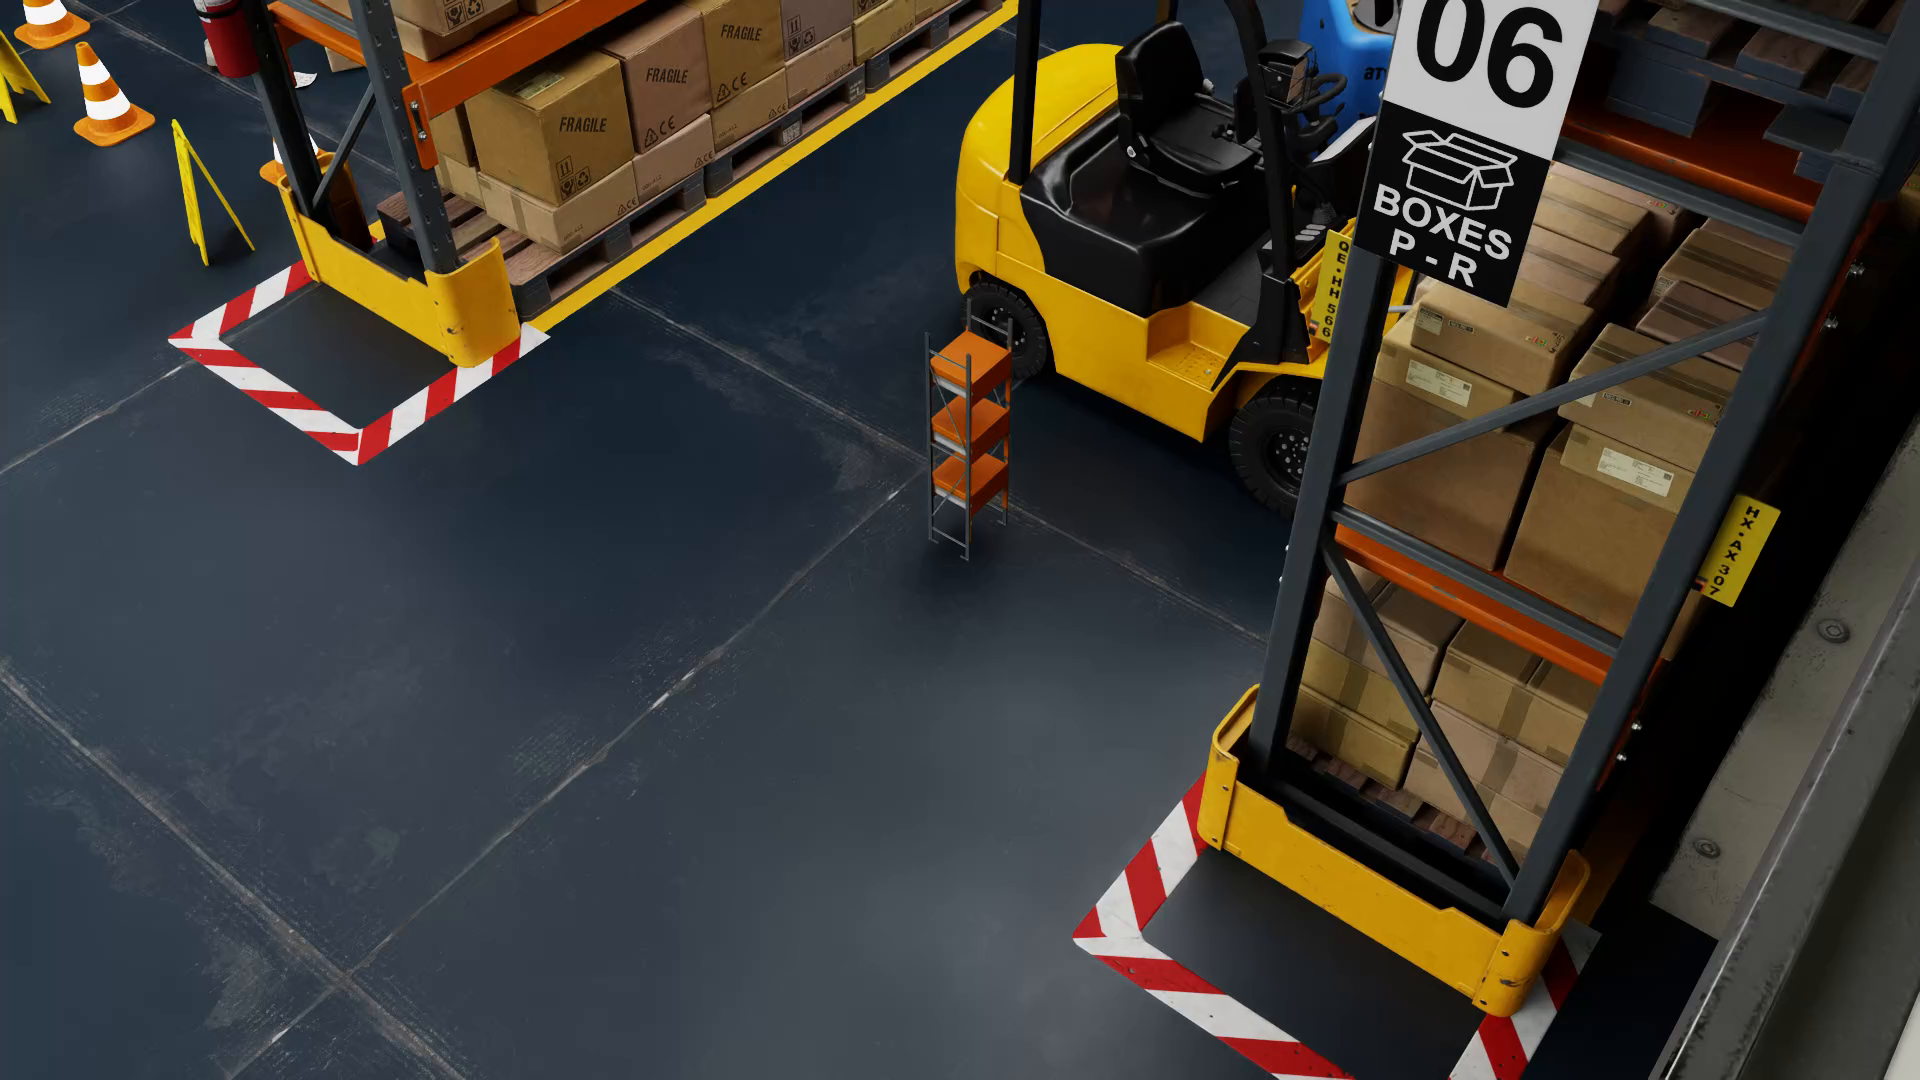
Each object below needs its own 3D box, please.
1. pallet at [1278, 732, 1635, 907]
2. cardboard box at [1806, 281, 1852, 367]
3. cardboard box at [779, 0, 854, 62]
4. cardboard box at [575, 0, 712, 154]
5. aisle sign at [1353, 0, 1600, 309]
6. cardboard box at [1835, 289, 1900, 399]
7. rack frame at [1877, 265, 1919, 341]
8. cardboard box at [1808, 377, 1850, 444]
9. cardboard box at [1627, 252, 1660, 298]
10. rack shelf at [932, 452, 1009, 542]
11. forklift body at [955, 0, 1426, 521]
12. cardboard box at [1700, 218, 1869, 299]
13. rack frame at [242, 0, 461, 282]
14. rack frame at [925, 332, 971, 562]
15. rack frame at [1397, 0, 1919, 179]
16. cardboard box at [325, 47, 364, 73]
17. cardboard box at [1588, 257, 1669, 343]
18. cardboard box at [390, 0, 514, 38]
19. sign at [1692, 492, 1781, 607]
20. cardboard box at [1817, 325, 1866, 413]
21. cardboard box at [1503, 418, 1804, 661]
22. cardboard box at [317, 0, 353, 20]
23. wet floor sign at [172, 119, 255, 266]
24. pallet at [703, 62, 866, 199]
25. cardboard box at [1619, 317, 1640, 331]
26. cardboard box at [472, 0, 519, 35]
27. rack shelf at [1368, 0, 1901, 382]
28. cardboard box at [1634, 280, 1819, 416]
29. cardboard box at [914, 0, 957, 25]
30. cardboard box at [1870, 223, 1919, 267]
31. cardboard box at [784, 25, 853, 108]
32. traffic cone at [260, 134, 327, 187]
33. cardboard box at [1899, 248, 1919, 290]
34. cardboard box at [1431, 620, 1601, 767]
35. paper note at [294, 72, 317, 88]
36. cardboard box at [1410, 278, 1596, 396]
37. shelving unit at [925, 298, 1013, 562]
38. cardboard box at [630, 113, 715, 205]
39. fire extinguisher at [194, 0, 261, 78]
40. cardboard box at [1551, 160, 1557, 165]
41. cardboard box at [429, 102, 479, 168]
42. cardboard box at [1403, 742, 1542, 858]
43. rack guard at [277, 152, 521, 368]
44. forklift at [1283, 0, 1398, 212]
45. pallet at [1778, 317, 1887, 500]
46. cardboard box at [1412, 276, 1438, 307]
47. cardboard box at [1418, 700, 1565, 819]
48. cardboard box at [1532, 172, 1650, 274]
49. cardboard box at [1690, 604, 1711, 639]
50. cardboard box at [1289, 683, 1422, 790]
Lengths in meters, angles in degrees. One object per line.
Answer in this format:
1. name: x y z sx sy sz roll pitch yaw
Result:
1. pallet: 1.798 0.610 5.884 1.003 0.211 1.213 29 53 25
2. cardboard box: 2.249 -0.673 4.664 0.380 0.149 0.250 27 52 24
3. cardboard box: -0.891 -2.791 8.297 0.500 0.500 0.500 32 54 27
4. cardboard box: -1.524 -2.198 7.731 0.500 0.500 0.500 27 52 24
5. aisle sign: 1.091 -0.887 3.588 0.394 0.787 0.004 29 53 25
6. cardboard box: 3.375 -0.882 6.647 0.500 0.250 0.500 30 53 26
7. rack frame: 3.809 -2.186 6.627 1.000 3.000 0.127 29 53 25
8. cardboard box: 3.369 -0.721 6.838 0.500 0.250 0.500 29 53 25
9. cardboard box: 1.854 -0.895 4.876 0.380 0.149 0.250 29 53 25
10. rack shelf: 0.033 -0.194 6.471 0.215 0.259 0.240 29 53 25
11. forklift body: 1.079 -1.495 6.554 2.313 2.155 1.214 29 53 25
12. cardboard box: 2.238 -0.783 4.563 0.380 0.149 0.250 29 53 25
13. rack frame: -2.567 -2.089 6.534 1.000 3.000 0.127 29 53 25
14. rack frame: -0.042 -0.323 6.196 0.200 1.050 0.008 29 53 25
15. rack frame: 1.363 -1.969 2.271 1.000 3.000 0.127 29 53 25
16. cardboard box: -3.364 -2.747 9.134 0.250 0.149 0.380 -17 49 -15
17. cardboard box: 1.781 -0.622 5.064 0.500 0.500 0.500 31 54 26
18. cardboard box: -2.058 -2.375 6.532 0.500 0.500 0.500 28 53 24
19. sign: 1.799 0.025 3.861 0.100 0.325 0.005 29 53 25
20. cardboard box: 2.491 -0.690 5.129 0.500 0.500 0.500 29 53 25
21. cardboard box: 1.886 -0.092 4.558 0.500 0.500 0.500 31 54 26
22. cardboard box: -2.507 -2.311 6.920 0.380 0.149 0.250 31 54 26
23. wet floor sign: -3.530 -1.640 7.734 0.232 0.644 0.267 -25 51 -22
24. pallet: -1.249 -2.314 8.677 1.003 0.211 1.213 29 53 25
25. cardboard box: 1.877 -0.404 4.407 0.380 0.149 0.250 29 53 25
26. cardboard box: -2.052 -2.256 6.868 0.380 0.149 0.250 30 53 26
27. rack shelf: 2.586 -1.829 4.709 1.077 0.370 4.000 29 53 25
28. cardboard box: 1.950 -0.481 4.274 0.380 0.149 0.250 31 54 26
29. cardboard box: -0.270 -3.116 9.127 0.500 0.250 0.500 32 54 27
30. cardboard box: 2.618 -0.939 4.918 0.380 0.149 0.250 31 54 26
31. cardboard box: -0.902 -2.518 8.555 0.500 0.250 0.500 30 53 26
32. traffic cone: -3.325 -2.029 8.232 0.336 0.463 0.334 29 53 25
33. cardboard box: 3.137 -1.265 5.677 0.500 0.500 0.500 28 52 24
34. cardboard box: 1.807 0.371 5.104 0.500 0.250 0.500 28 53 24
35. paper note: -3.564 -2.485 8.965 0.148 0.019 0.142 13 48 12
36. cardboard box: 1.416 -0.557 4.347 0.380 0.149 0.250 29 53 25
37. shelving unit: 0.033 -0.393 6.263 0.215 1.050 0.252 29 53 25
38. cardboard box: -1.537 -1.913 7.977 0.500 0.250 0.500 31 54 26
39. fire extinguisher: -3.001 -2.201 6.694 0.296 0.674 0.183 29 53 25
40. cardboard box: 1.963 -1.181 4.943 0.380 0.149 0.250 30 53 26
41. cardboard box: -2.283 -2.117 7.654 0.500 0.500 0.500 30 53 25
42. cardboard box: 1.819 0.713 5.468 0.500 0.250 0.500 29 53 25
43. rack guard: -2.520 -1.269 7.480 1.175 0.500 0.348 29 53 25
44. forklift: 3.170 -2.787 7.248 3.031 2.935 1.130 0 46 0
45. pallet: 3.290 -0.786 7.218 1.003 0.211 1.213 29 53 25
46. cardboard box: 1.486 -0.637 4.630 0.380 0.149 0.250 30 53 26
47. cardboard box: 1.815 0.558 5.271 0.500 0.250 0.500 30 53 26
48. cardboard box: 1.680 -0.873 4.649 0.380 0.149 0.250 30 53 26
49. cardboard box: 2.450 0.141 6.015 0.500 0.250 0.500 29 53 25
50. cardboard box: 1.401 0.499 5.673 0.500 0.250 0.500 30 53 25
